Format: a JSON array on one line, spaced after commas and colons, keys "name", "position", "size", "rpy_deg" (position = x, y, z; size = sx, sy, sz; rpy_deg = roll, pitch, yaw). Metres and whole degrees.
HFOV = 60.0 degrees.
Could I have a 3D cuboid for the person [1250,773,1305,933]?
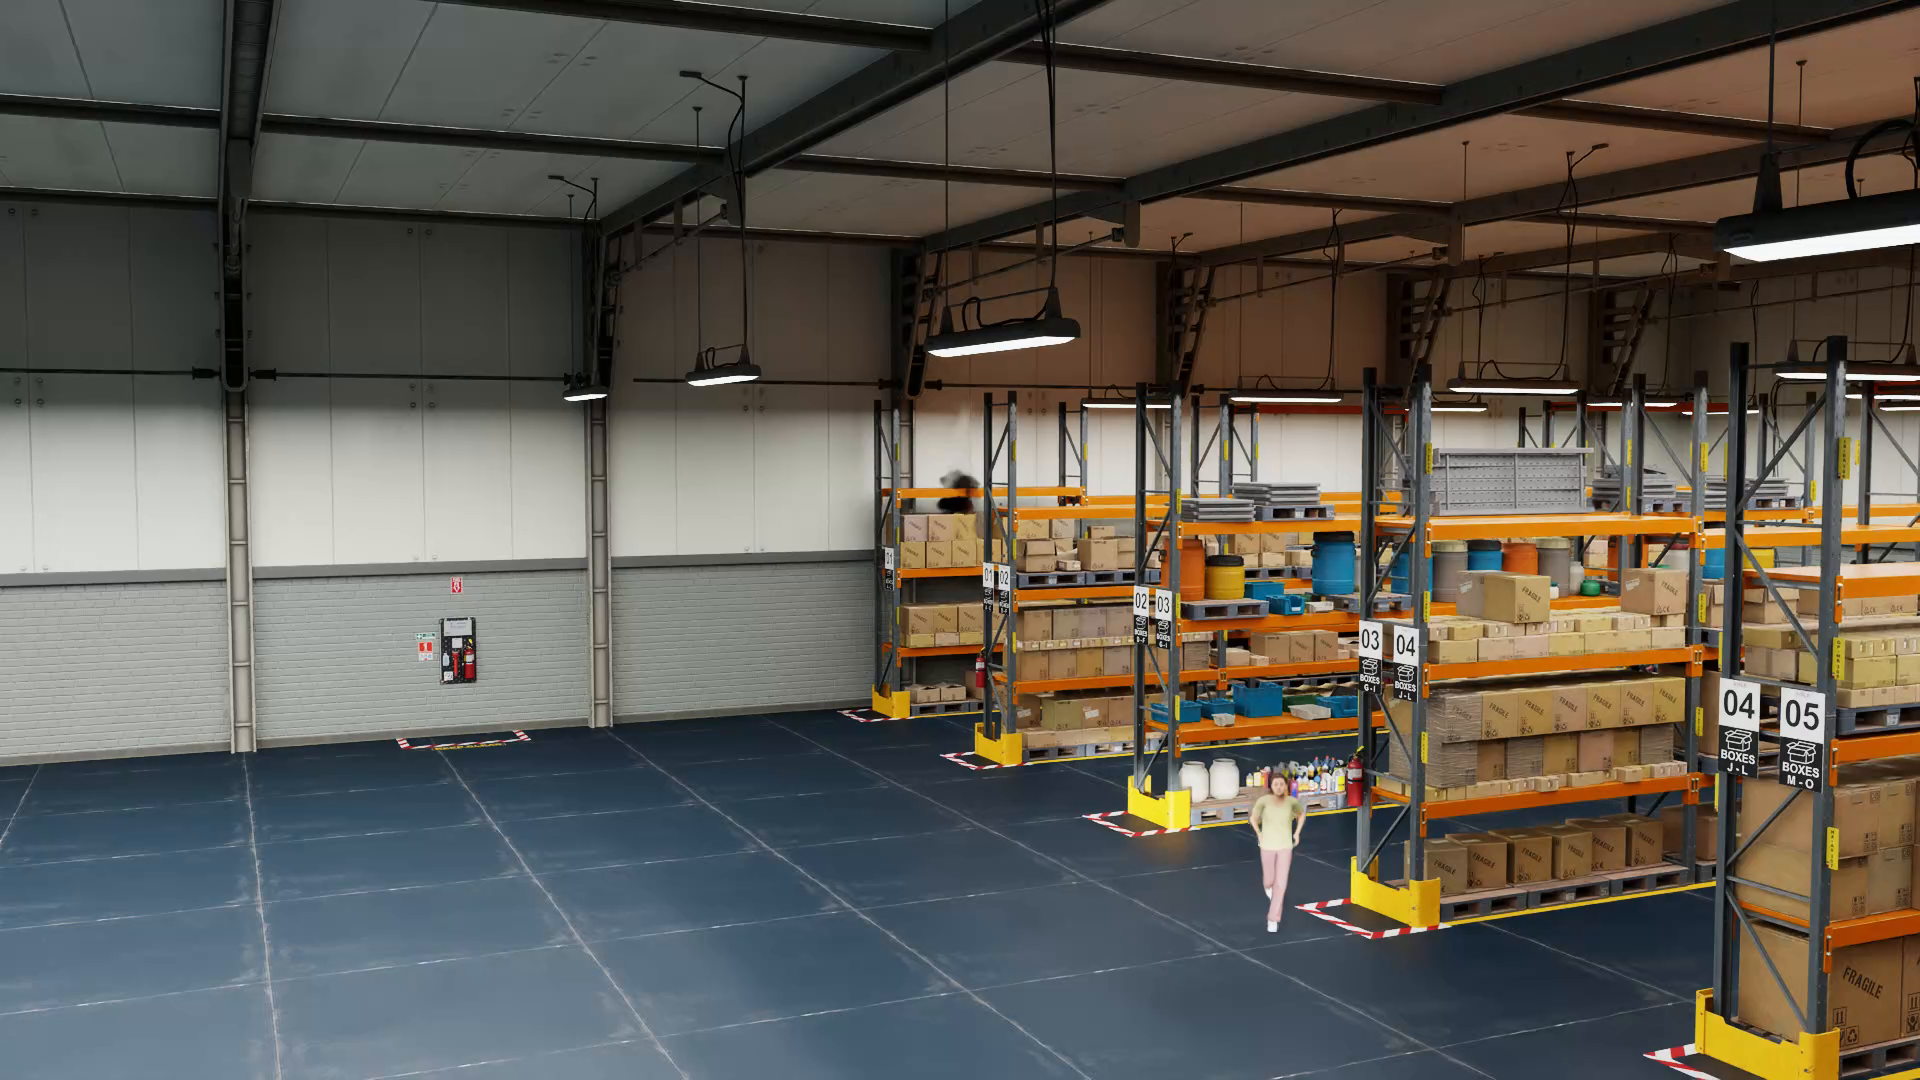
[{"name": "person", "position": [3.416, 3.310, 17.897], "size": [0.584, 1.643, 0.934], "rpy_deg": [1, 3, 9]}]
